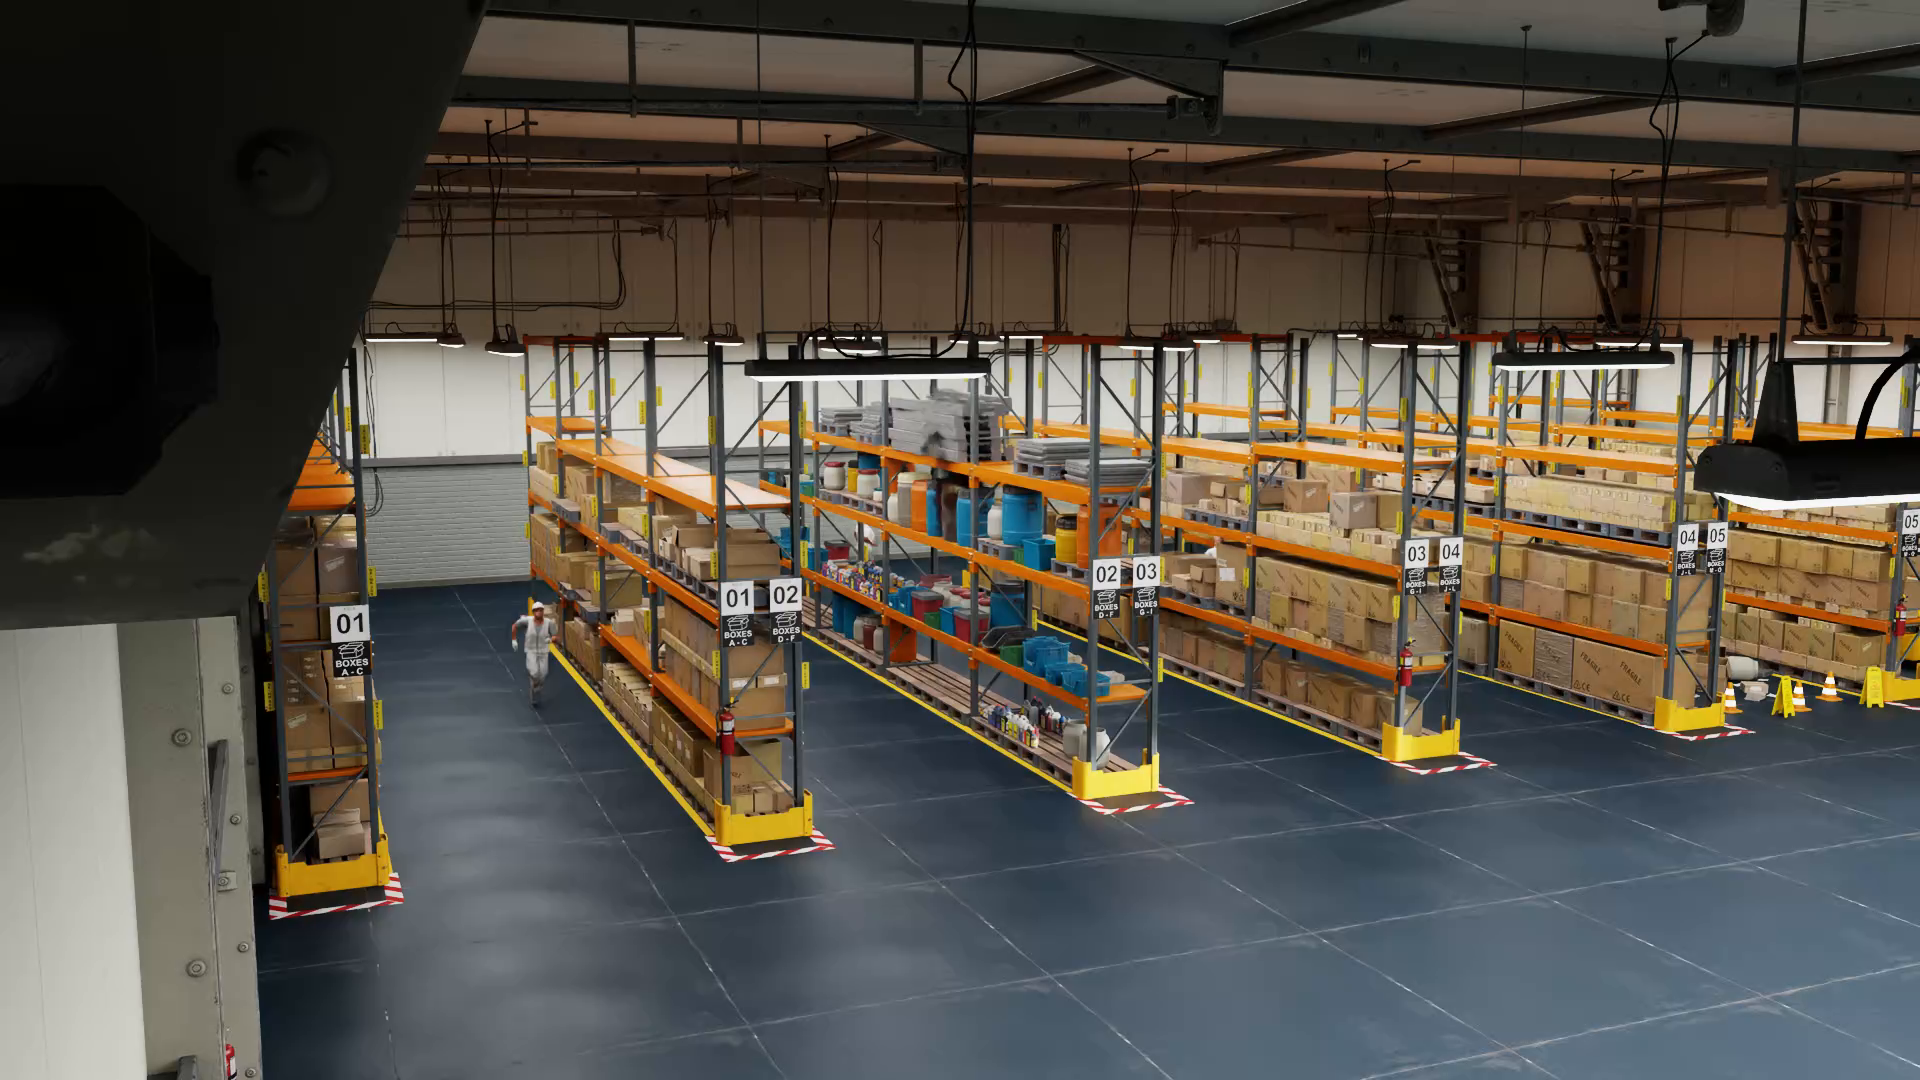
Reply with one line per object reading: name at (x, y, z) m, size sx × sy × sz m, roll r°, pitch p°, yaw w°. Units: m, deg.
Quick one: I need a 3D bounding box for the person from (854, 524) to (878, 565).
person at (-2.249, 0.253, 39.228) m, size 0.986 × 1.756 × 0.725 m, roll -2°, pitch 8°, yaw -14°

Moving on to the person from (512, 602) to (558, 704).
person at (-6.908, 1.858, 27.107) m, size 0.707 × 1.727 × 0.724 m, roll -3°, pitch 8°, yaw -21°

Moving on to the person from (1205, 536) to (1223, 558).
person at (5.498, 0.788, 35.321) m, size 0.724 × 1.765 × 0.956 m, roll -3°, pitch 8°, yaw -19°
